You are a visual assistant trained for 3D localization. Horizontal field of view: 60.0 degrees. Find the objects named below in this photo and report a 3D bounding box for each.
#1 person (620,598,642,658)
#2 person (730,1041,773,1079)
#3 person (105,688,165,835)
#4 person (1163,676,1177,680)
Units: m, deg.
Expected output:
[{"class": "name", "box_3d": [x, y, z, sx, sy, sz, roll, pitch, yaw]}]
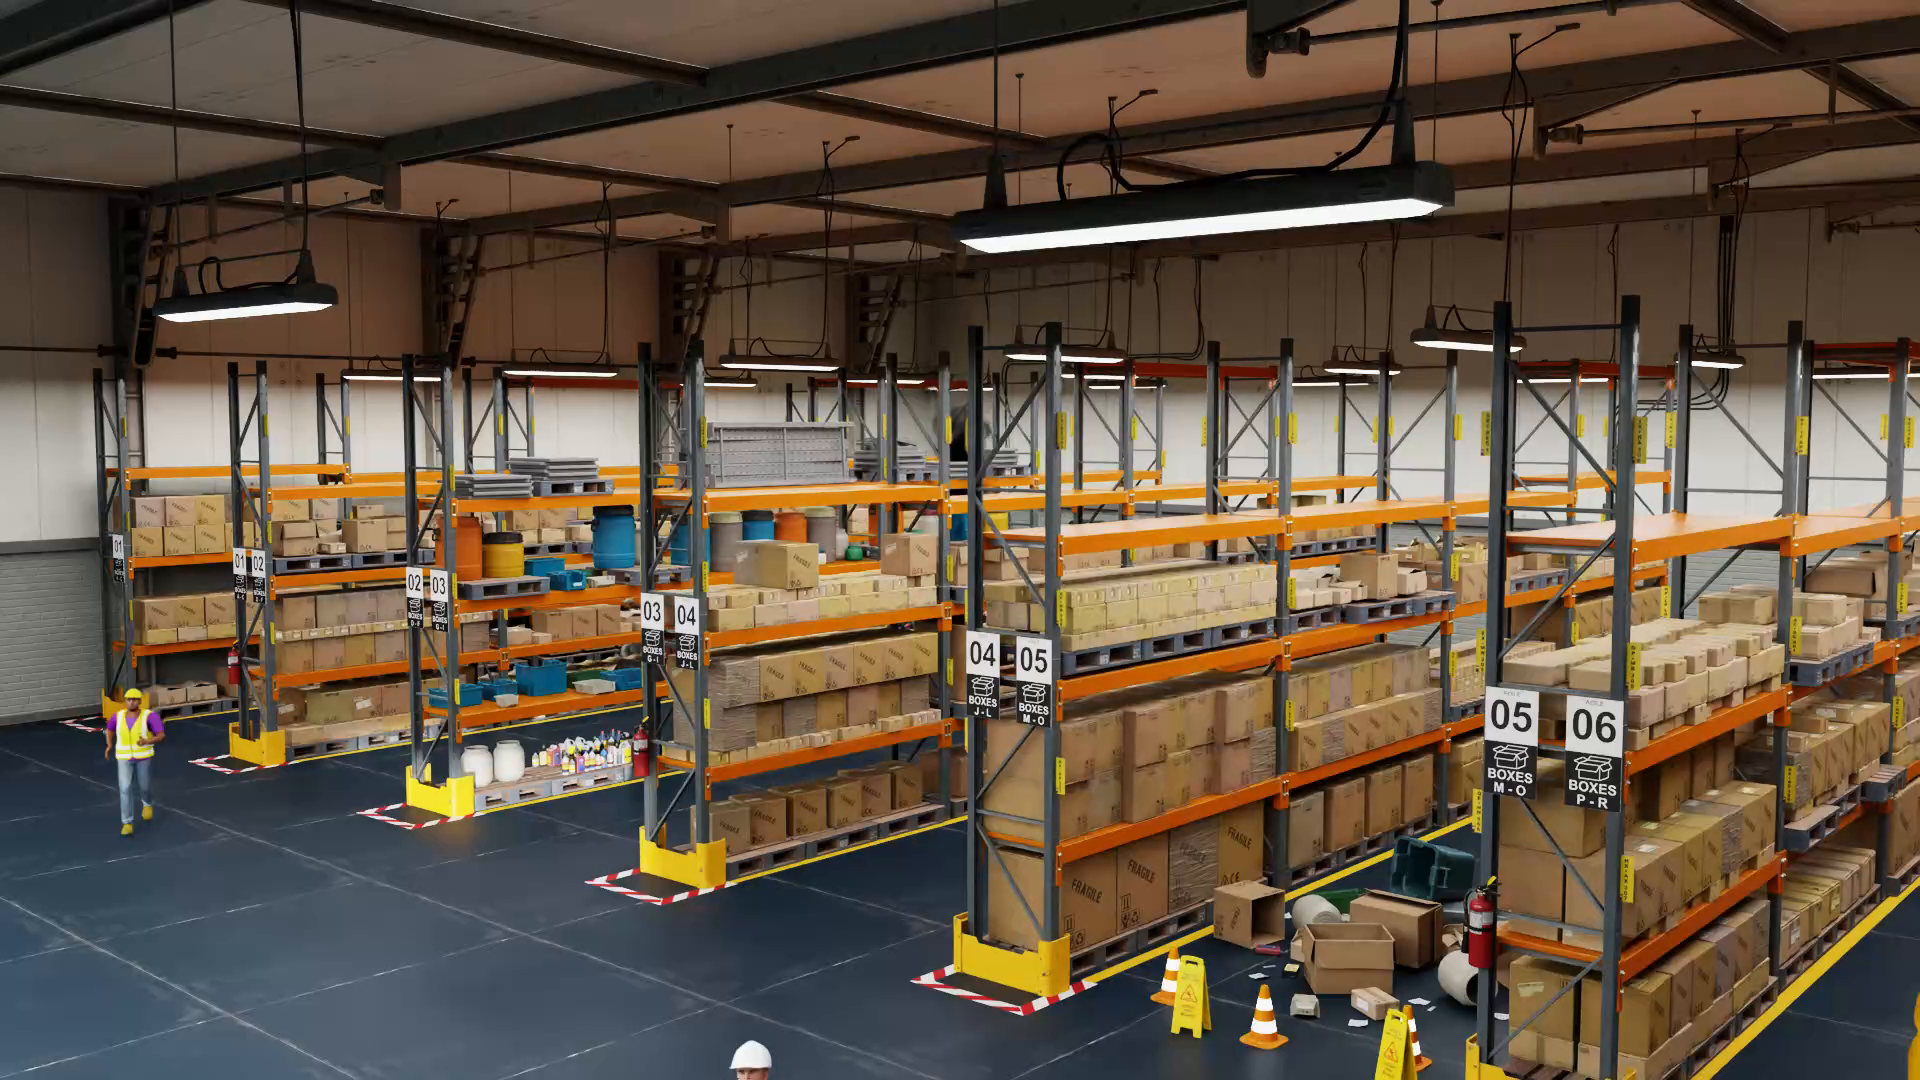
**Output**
[{"class": "person", "box_3d": [-6.289, 1.977, 32.363, 0.721, 1.736, 0.612, -4, 6, -41]}, {"class": "person", "box_3d": [-1.104, 3.627, 9.120, 0.671, 1.731, 0.552, 0, 4, 1]}, {"class": "person", "box_3d": [-10.320, 2.723, 20.796, 0.717, 1.747, 0.987, -1, 4, -17]}, {"class": "person", "box_3d": [2.976, 2.620, 23.047, 0.577, 1.710, 0.805, 4, 6, 43]}]
